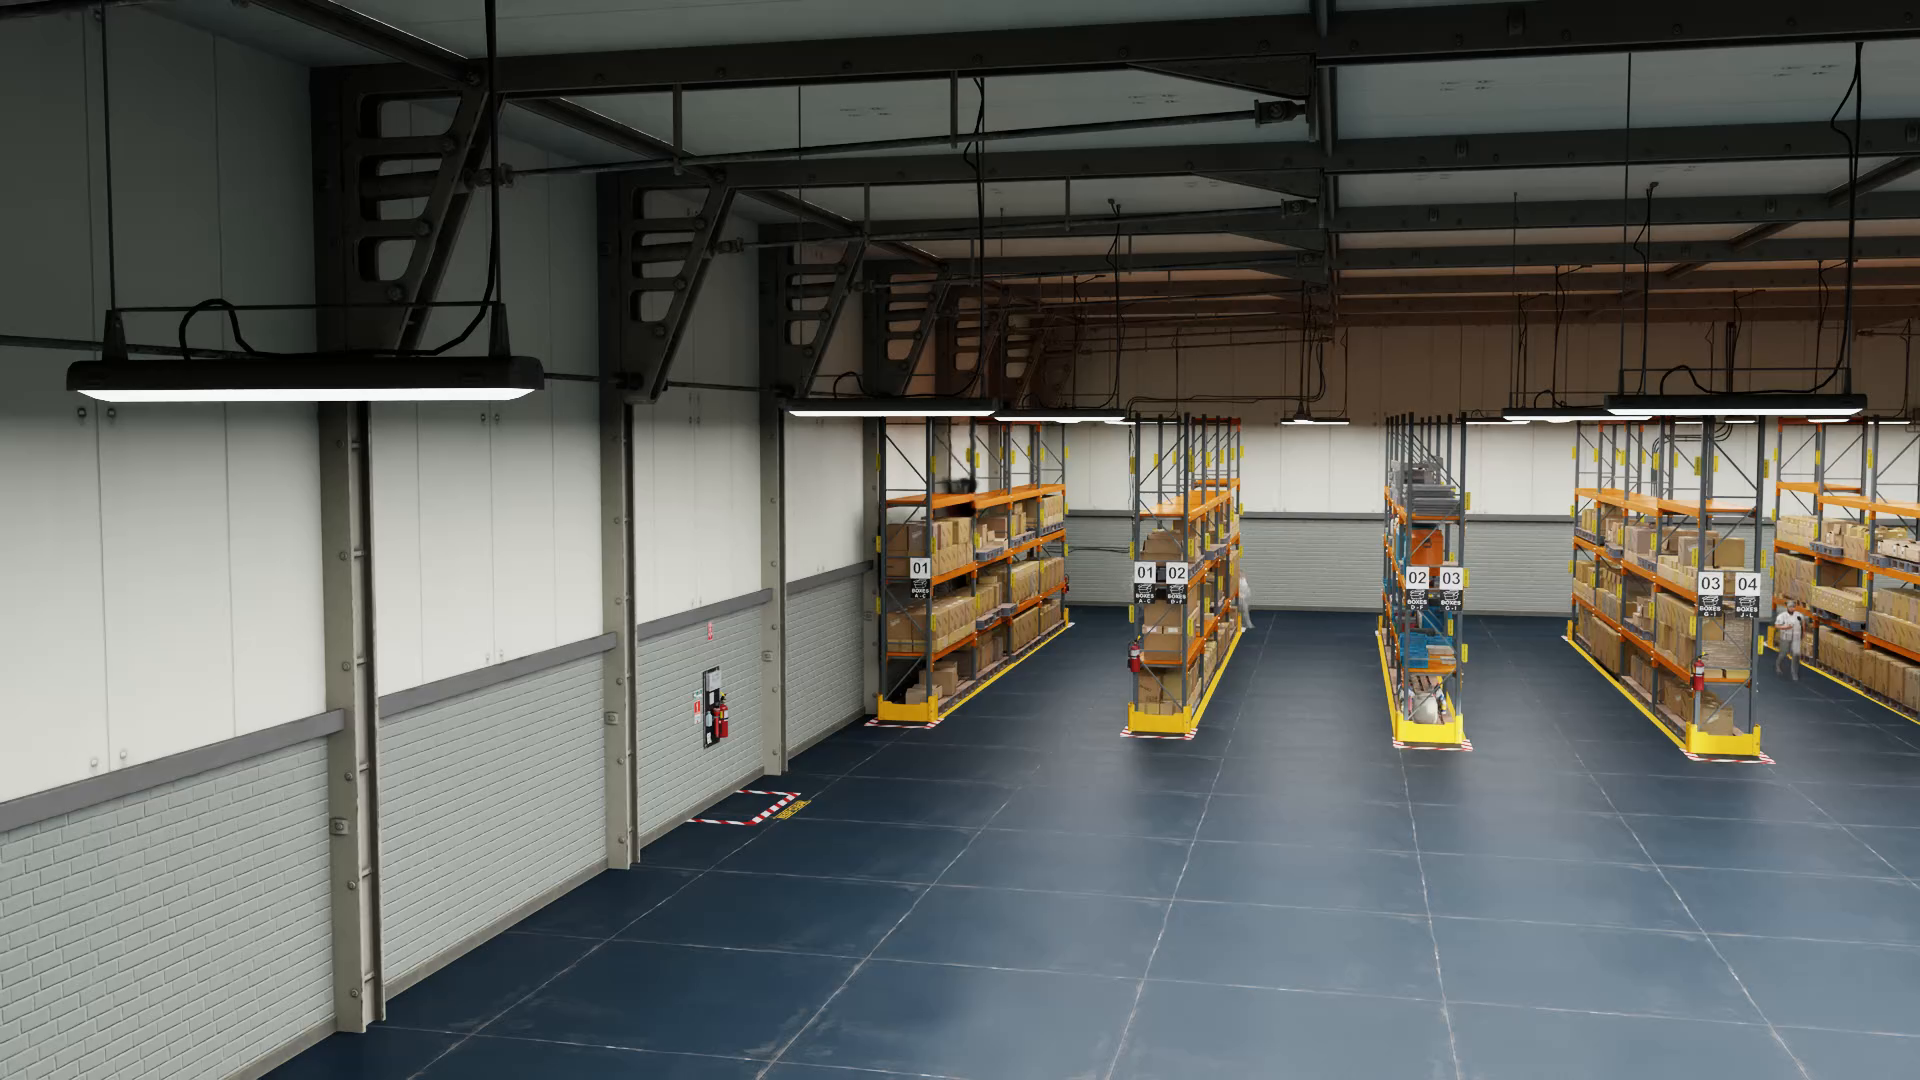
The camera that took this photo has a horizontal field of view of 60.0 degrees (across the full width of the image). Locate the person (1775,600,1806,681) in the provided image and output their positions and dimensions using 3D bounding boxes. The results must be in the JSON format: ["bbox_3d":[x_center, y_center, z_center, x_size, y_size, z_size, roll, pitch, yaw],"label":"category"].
[{"bbox_3d":[18.945,2.245,37.956,0.670,1.766,0.927,1,4,15],"label":"person"}]

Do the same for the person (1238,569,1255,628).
[{"bbox_3d":[8.098,1.671,47.925,1.011,1.690,0.591,3,5,42],"label":"person"}]

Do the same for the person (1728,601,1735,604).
[{"bbox_3d":[19.993,1.947,43.736,0.633,1.671,0.656,-4,5,-44],"label":"person"}]
